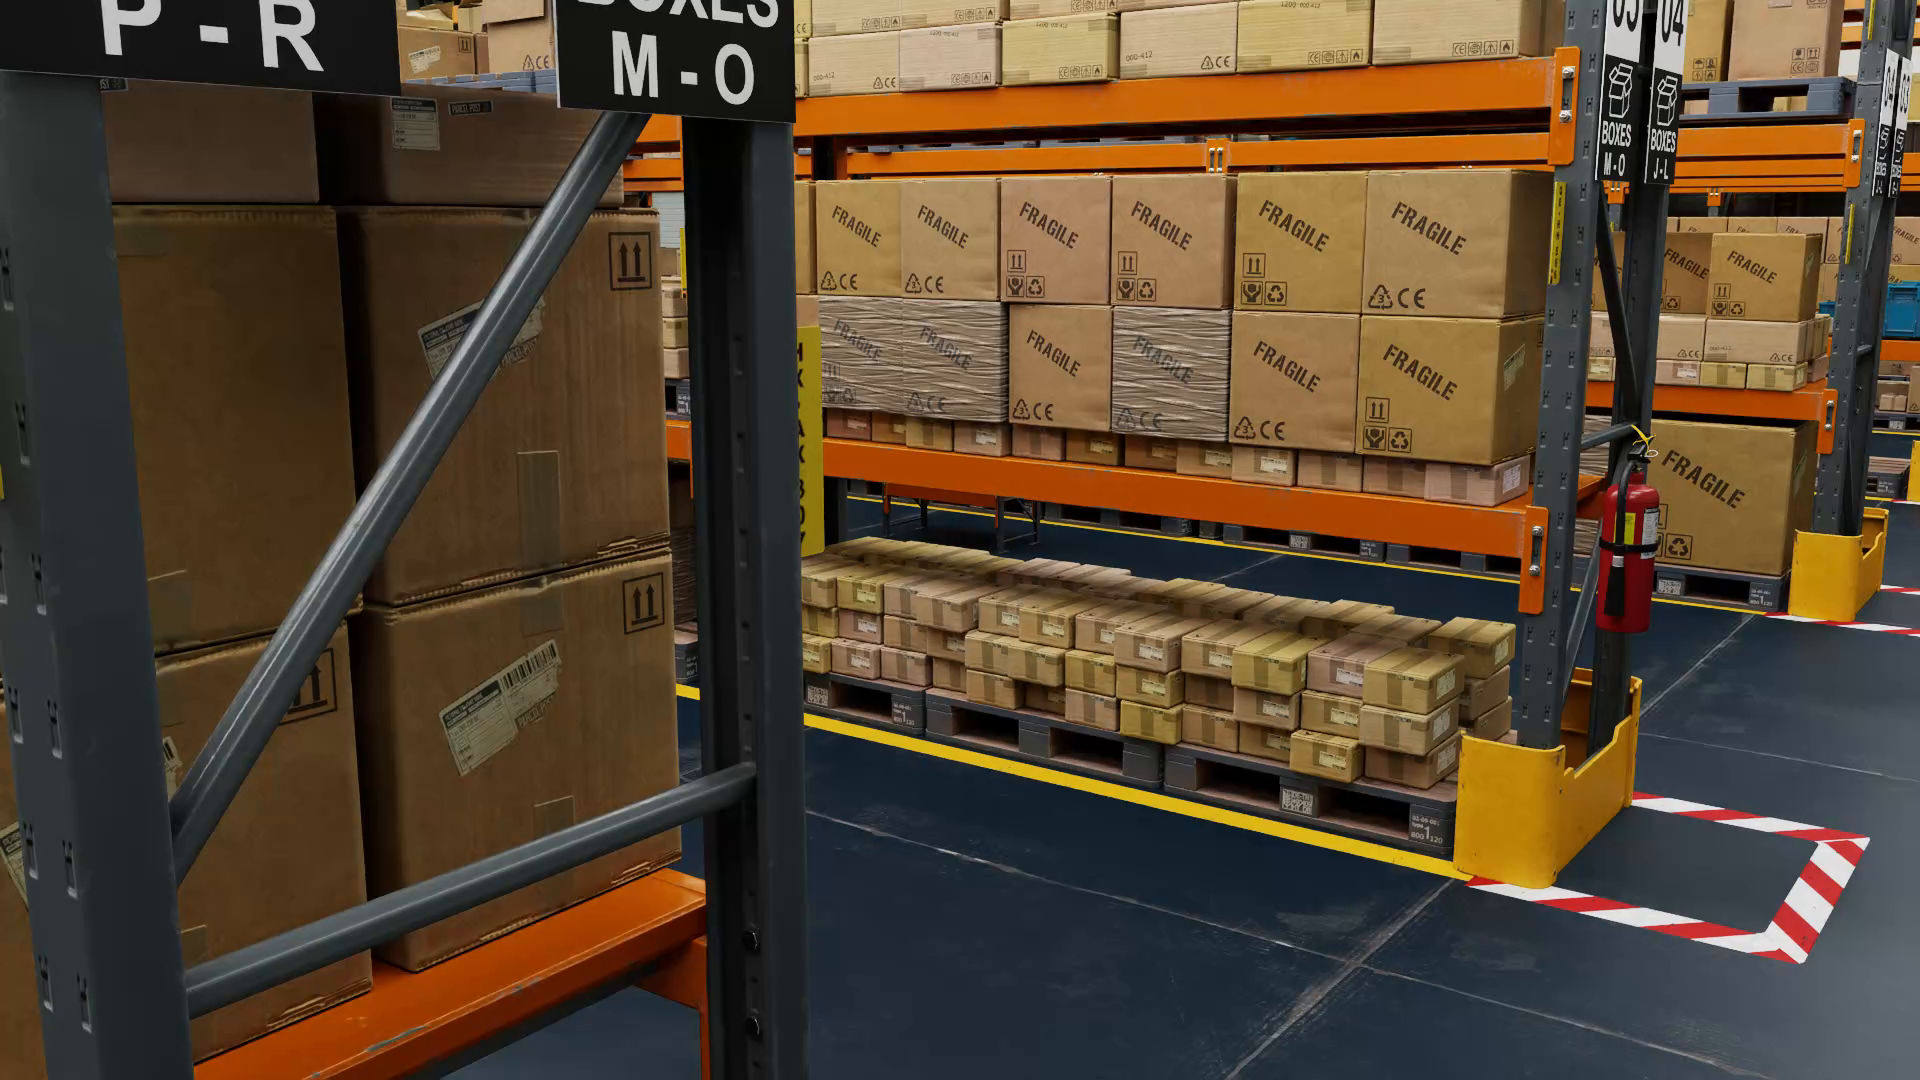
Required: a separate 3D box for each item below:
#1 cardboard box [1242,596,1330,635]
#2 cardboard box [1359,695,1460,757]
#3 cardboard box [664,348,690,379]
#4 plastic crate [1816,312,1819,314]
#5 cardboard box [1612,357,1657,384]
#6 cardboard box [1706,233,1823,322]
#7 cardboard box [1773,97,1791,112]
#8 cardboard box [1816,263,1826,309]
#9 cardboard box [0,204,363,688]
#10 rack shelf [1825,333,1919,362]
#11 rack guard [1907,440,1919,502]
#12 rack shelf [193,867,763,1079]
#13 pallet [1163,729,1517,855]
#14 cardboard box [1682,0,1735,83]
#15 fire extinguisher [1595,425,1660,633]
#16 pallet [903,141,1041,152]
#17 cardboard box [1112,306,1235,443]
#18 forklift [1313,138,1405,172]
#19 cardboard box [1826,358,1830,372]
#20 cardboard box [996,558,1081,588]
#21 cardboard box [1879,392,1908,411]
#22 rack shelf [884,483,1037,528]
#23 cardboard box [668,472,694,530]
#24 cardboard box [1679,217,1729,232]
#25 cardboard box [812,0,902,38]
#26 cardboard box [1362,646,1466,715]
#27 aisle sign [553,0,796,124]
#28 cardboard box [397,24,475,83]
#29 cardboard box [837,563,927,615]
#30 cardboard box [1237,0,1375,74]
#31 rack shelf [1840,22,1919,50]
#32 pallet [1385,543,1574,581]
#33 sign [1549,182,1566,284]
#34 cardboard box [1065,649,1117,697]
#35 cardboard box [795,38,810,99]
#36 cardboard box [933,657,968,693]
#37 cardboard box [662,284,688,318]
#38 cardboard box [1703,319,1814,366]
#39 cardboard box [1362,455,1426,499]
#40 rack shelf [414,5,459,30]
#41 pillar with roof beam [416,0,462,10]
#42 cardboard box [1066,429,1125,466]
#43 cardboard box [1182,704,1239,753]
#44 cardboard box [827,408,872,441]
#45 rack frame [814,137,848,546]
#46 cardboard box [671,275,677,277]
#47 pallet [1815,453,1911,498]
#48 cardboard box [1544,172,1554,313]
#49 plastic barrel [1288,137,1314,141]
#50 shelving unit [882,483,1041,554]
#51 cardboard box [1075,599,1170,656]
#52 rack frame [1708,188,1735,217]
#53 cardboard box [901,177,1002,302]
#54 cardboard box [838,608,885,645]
[{"bbox_3d":[1.396,0.358,7.114,0.250,0.149,0.380,7,13,33],"label":"cardboard box"},{"bbox_3d":[1.693,0.675,6.258,0.250,0.149,0.380,8,13,34],"label":"cardboard box"},{"bbox_3d":[-1.374,-0.903,8.357,0.250,0.149,0.380,8,13,34],"label":"cardboard box"},{"bbox_3d":[7.476,-1.966,14.830,0.298,0.136,0.250,8,13,36],"label":"plastic crate"},{"bbox_3d":[4.209,-1.056,10.254,0.250,0.149,0.380,8,14,37],"label":"cardboard box"},{"bbox_3d":[4.756,-1.559,9.831,0.500,0.500,0.500,8,14,36],"label":"cardboard box"},{"bbox_3d":[9.087,-4.901,18.672,0.500,0.500,0.700,8,13,36],"label":"cardboard box"},{"bbox_3d":[9.424,-2.850,18.599,0.500,0.500,0.500,8,13,35],"label":"cardboard box"},{"bbox_3d":[-1.091,-0.145,1.986,0.500,0.500,0.500,9,14,37],"label":"cardboard box"},{"bbox_3d":[6.624,-1.734,14.991,4.000,0.370,1.077,8,13,36],"label":"rack shelf"},{"bbox_3d":[8.263,-0.635,13.994,0.348,0.500,1.175,8,13,36],"label":"rack guard"},{"bbox_3d":[-2.173,0.541,3.229,4.000,0.370,1.077,8,13,36],"label":"rack shelf"},{"bbox_3d":[1.592,0.907,6.784,1.213,0.211,1.003,8,13,36],"label":"pallet"},{"bbox_3d":[4.471,-3.013,10.179,0.500,0.500,0.700,7,13,33],"label":"cardboard box"},{"bbox_3d":[2.217,-0.036,5.506,0.183,0.674,0.296,8,13,36],"label":"fire extinguisher"},{"bbox_3d":[0.310,-3.194,13.243,1.213,0.211,1.003,9,14,38],"label":"pallet"},{"bbox_3d":[0.946,-0.677,6.585,0.500,0.500,0.500,8,14,36],"label":"cardboard box"},{"bbox_3d":[2.792,-1.869,13.974,3.031,2.935,1.130,9,14,38],"label":"forklift"},{"bbox_3d":[12.234,-2.593,23.012,0.500,0.500,0.700,8,14,37],"label":"cardboard box"},{"bbox_3d":[0.374,0.202,7.920,0.250,0.149,0.380,7,13,33],"label":"cardboard box"},{"bbox_3d":[10.314,-1.528,18.333,0.250,0.166,0.380,8,13,36],"label":"cardboard box"},{"bbox_3d":[0.005,-0.311,11.965,1.000,0.278,0.538,8,13,36],"label":"rack shelf"},{"bbox_3d":[-1.687,-0.198,8.658,0.500,0.250,0.500,8,13,34],"label":"cardboard box"},{"bbox_3d":[8.576,-3.456,19.102,0.500,0.500,0.500,7,13,34],"label":"cardboard box"},{"bbox_3d":[-0.292,-2.303,7.218,0.500,0.250,0.500,8,13,35],"label":"cardboard box"},{"bbox_3d":[1.710,0.524,6.256,0.250,0.149,0.380,8,14,36],"label":"cardboard box"},{"bbox_3d":[-0.332,-0.900,1.940,0.004,0.787,0.394,8,13,36],"label":"aisle sign"},{"bbox_3d":[-3.045,-2.562,9.215,0.500,0.500,0.500,8,13,36],"label":"cardboard box"},{"bbox_3d":[-0.362,0.227,7.794,0.250,0.149,0.380,8,13,35],"label":"cardboard box"},{"bbox_3d":[1.348,-1.822,6.050,0.500,0.250,0.500,8,14,36],"label":"cardboard box"},{"bbox_3d":[9.559,-5.436,18.339,4.000,0.370,1.077,8,13,36],"label":"rack shelf"},{"bbox_3d":[3.634,0.050,11.218,1.213,0.211,1.003,8,13,36],"label":"pallet"},{"bbox_3d":[1.942,-0.997,5.407,0.005,0.325,0.100,8,13,36],"label":"sign"},{"bbox_3d":[0.652,0.529,7.013,0.250,0.149,0.380,9,14,38],"label":"cardboard box"},{"bbox_3d":[-0.720,-2.113,7.551,0.500,0.250,0.500,9,14,38],"label":"cardboard box"},{"bbox_3d":[0.084,0.573,7.570,0.250,0.149,0.380,7,13,33],"label":"cardboard box"},{"bbox_3d":[-1.376,-1.196,8.305,0.250,0.149,0.380,9,14,38],"label":"cardboard box"},{"bbox_3d":[4.757,-1.191,9.899,0.500,0.250,0.500,8,13,35],"label":"cardboard box"},{"bbox_3d":[1.679,-0.260,6.139,0.250,0.149,0.380,8,13,35],"label":"cardboard box"},{"bbox_3d":[-5.980,-5.269,17.476,4.000,0.370,1.077,8,13,36],"label":"rack shelf"},{"bbox_3d":[-14.776,-9.542,37.660,0.548,9.000,9.100,8,13,36],"label":"pillar with roof beam"},{"bbox_3d":[0.647,-0.412,6.924,0.250,0.149,0.380,8,14,37],"label":"cardboard box"},{"bbox_3d":[1.103,0.728,6.771,0.250,0.149,0.380,8,14,36],"label":"cardboard box"},{"bbox_3d":[-0.404,-0.561,7.695,0.250,0.149,0.380,7,13,33],"label":"cardboard box"},{"bbox_3d":[-0.937,-0.806,8.299,0.127,3.000,1.000,8,13,36],"label":"rack frame"},{"bbox_3d":[-2.358,-2.360,15.620,0.500,0.250,0.500,7,13,34],"label":"cardboard box"},{"bbox_3d":[7.594,-0.592,14.535,1.213,0.211,1.003,8,13,36],"label":"pallet"},{"bbox_3d":[2.082,-1.134,6.313,0.500,0.500,0.500,8,13,35],"label":"cardboard box"},{"bbox_3d":[3.546,-4.406,16.583,0.708,0.901,0.600,8,13,36],"label":"plastic barrel"},{"bbox_3d":[0.005,-0.552,11.919,1.048,1.125,0.538,8,13,36],"label":"shelving unit"},{"bbox_3d":[0.690,0.370,7.051,0.250,0.149,0.380,7,13,34],"label":"cardboard box"},{"bbox_3d":[10.876,-3.829,23.925,0.127,3.000,1.000,8,13,36],"label":"rack frame"},{"bbox_3d":[0.097,-1.287,7.105,0.500,0.500,0.500,8,14,36],"label":"cardboard box"},{"bbox_3d":[-0.359,0.368,7.849,0.250,0.149,0.380,8,13,35],"label":"cardboard box"}]
